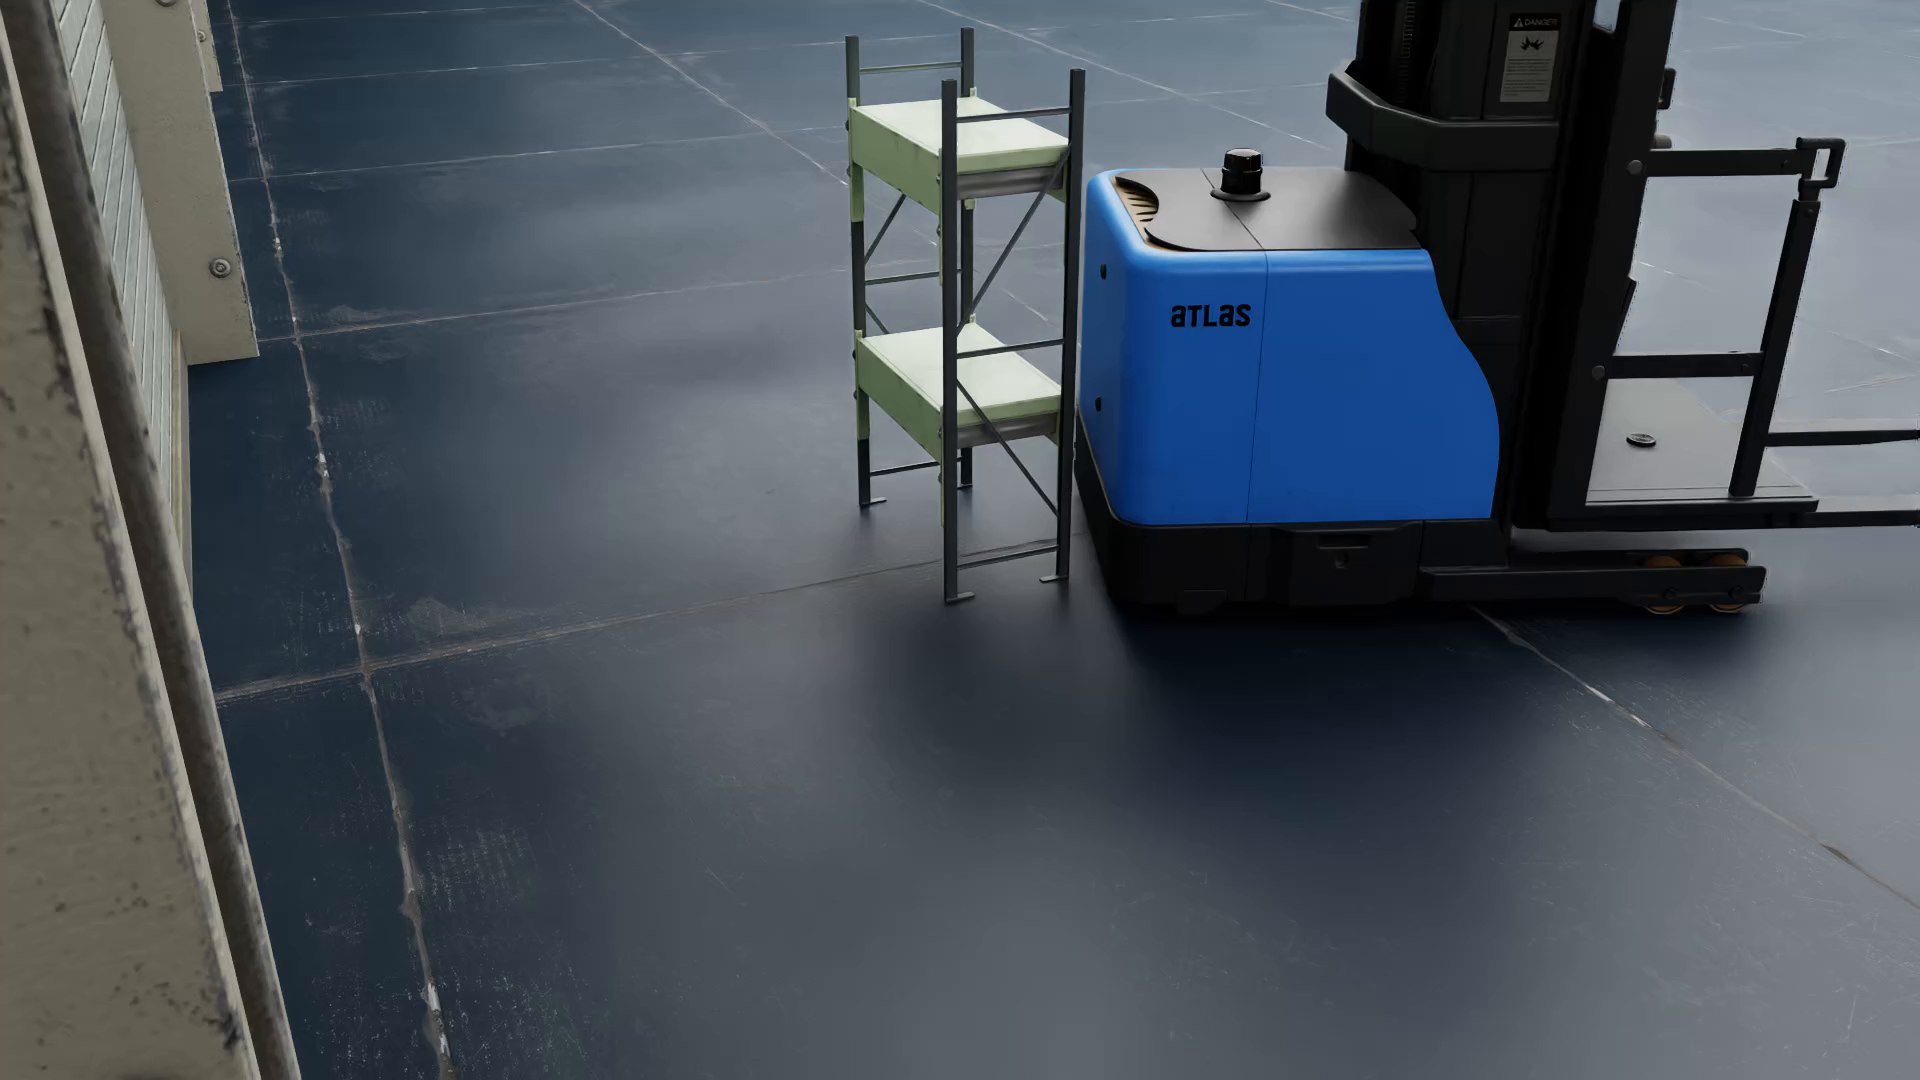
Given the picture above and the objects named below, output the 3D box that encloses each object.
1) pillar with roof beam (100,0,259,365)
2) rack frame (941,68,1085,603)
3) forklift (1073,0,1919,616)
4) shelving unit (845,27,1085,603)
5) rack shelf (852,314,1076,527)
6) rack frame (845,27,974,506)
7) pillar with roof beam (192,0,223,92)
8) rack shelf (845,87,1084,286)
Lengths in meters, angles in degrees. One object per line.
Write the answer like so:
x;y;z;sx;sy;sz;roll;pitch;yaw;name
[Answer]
0.882;-5.587;6.436;9.100;9.000;0.400;-11;28;-21;pillar with roof beam
0.141;-0.529;4.624;0.400;1.500;0.023;-11;28;-21;rack frame
1.914;-1.333;4.639;3.031;2.935;1.130;-1;26;-3;forklift
-0.003;-0.677;4.926;0.431;1.500;0.755;-11;28;-21;shelving unit
-0.003;-0.384;5.069;0.431;0.370;0.720;-11;28;-21;rack shelf
-0.146;-0.824;5.229;0.400;1.500;0.023;-11;28;-21;rack frame
-1.468;-8.009;11.397;9.100;9.000;0.400;-11;28;-21;pillar with roof beam
-0.003;-1.027;4.755;0.431;0.370;0.720;-11;28;-21;rack shelf
